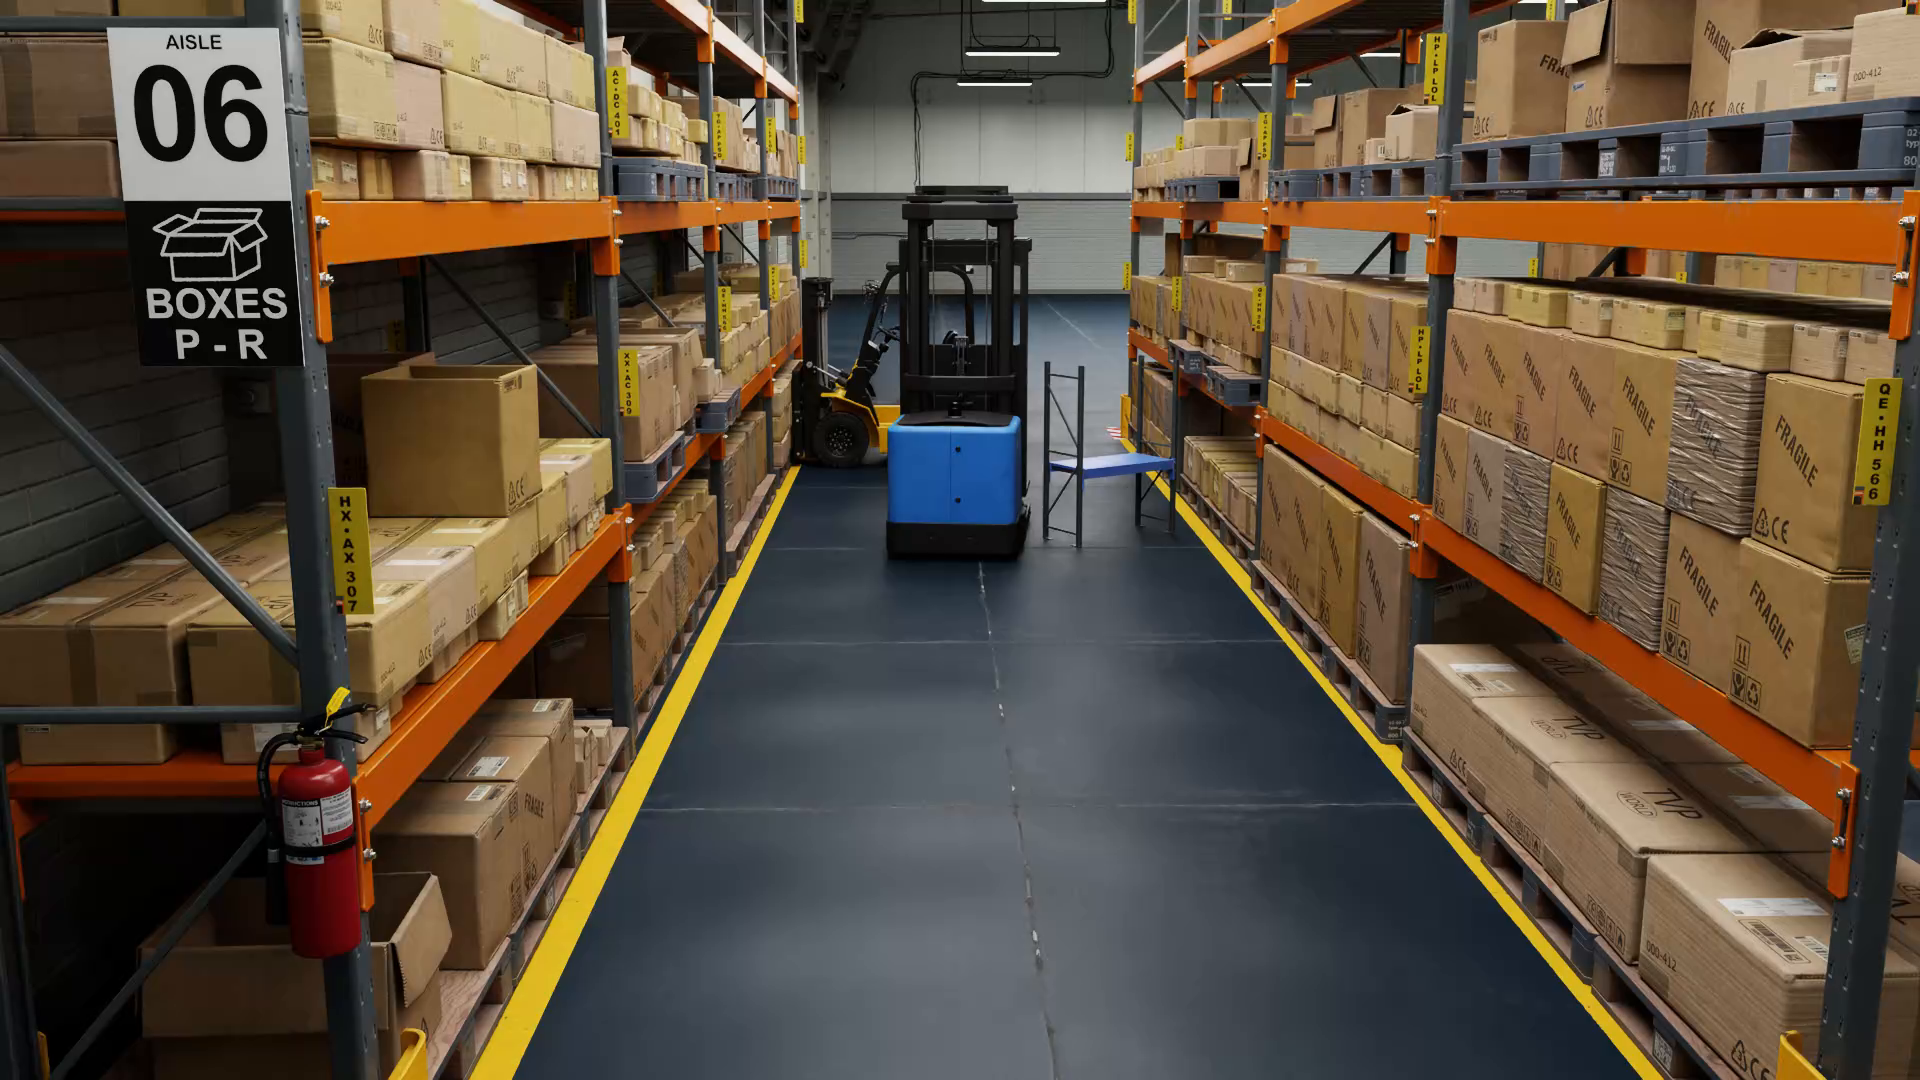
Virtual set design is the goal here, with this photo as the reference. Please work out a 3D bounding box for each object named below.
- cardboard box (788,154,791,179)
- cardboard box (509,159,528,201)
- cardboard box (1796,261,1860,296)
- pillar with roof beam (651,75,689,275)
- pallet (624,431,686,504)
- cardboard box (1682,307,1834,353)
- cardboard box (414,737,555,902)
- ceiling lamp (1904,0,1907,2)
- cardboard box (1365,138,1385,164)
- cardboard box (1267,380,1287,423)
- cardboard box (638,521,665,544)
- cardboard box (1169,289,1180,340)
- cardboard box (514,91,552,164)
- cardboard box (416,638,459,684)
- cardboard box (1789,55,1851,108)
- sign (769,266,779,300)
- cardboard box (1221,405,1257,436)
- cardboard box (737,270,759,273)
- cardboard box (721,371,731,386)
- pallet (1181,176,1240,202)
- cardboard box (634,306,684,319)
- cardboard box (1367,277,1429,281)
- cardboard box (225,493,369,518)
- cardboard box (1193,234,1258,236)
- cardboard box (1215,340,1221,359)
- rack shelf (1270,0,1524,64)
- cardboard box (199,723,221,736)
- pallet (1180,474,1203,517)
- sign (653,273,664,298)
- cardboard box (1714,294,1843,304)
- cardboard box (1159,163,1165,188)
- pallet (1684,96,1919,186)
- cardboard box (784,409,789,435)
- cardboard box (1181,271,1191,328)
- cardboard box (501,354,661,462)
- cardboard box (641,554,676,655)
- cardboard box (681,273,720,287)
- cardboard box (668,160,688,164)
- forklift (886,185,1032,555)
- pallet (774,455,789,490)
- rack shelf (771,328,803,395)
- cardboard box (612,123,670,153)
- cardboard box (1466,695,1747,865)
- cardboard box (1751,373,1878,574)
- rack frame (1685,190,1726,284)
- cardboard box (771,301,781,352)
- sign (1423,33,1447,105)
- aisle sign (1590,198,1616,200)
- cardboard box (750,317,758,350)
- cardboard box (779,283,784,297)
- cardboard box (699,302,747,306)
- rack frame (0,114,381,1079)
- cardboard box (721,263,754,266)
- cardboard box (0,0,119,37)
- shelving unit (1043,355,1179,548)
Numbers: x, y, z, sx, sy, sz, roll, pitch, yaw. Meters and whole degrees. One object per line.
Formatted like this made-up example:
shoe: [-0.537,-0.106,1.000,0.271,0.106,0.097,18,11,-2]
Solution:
cardboard box: [-2.085,-4.169,18.553,0.396,0.266,0.258,0,11,-1]
cardboard box: [-1.799,-1.310,6.058,0.380,0.149,0.250,0,11,0]
cardboard box: [7.629,-2.128,14.238,0.700,0.500,0.500,0,11,-2]
pillar with roof beam: [1.006,-5.540,18.734,9.100,9.000,0.400,0,11,-1]
pallet: [-2.070,-0.404,8.990,1.003,0.211,1.213,0,11,-1]
cardboard box: [2.657,-0.696,5.549,0.380,0.149,0.250,0,11,-2]
cardboard box: [-1.888,1.078,6.433,0.500,0.500,0.500,0,11,0]
ceiling lamp: [15.743,-9.948,25.780,2.000,3.185,0.800,0,11,-1]
cardboard box: [2.611,-2.297,9.823,0.380,0.166,0.250,1,11,4]
cardboard box: [2.476,-0.983,11.739,0.500,0.250,0.500,0,11,-2]
cardboard box: [-2.029,-0.023,10.227,0.380,0.149,0.250,0,11,-1]
cardboard box: [2.376,-2.232,16.519,0.500,0.500,0.500,-1,11,-3]
cardboard box: [-1.882,-1.581,6.394,0.500,0.250,0.500,0,11,0]
cardboard box: [-1.848,0.360,5.373,0.380,0.149,0.250,0,11,1]
cardboard box: [2.694,-1.339,4.894,0.380,0.149,0.250,-1,12,-6]
sign: [-1.786,-2.462,15.937,0.100,0.325,0.005,0,11,-1]
cardboard box: [2.892,-1.295,16.869,0.500,0.500,0.500,0,11,2]
cardboard box: [-2.144,-2.762,17.499,0.380,0.149,0.250,0,11,-1]
cardboard box: [-2.010,-1.150,12.559,0.500,0.250,0.500,0,11,-1]
pallet: [2.565,-2.999,14.226,1.213,0.211,1.003,0,11,-1]
cardboard box: [-2.506,-1.870,13.849,0.380,0.149,0.250,0,11,0]
cardboard box: [3.008,-1.491,11.096,0.500,0.500,0.500,0,11,0]
cardboard box: [-2.381,-0.011,6.200,0.500,0.250,0.500,0,11,-1]
cardboard box: [2.897,-3.128,18.419,0.700,0.500,0.500,0,11,-2]
cardboard box: [2.364,-1.610,14.025,0.380,0.149,0.250,-1,11,-3]
rack shelf: [2.758,-3.149,9.764,1.077,0.370,4.000,0,11,-1]
cardboard box: [-2.299,0.464,4.860,0.380,0.149,0.250,0,11,1]
pallet: [2.652,-0.429,15.643,1.003,0.211,1.213,0,11,-1]
sign: [-2.883,-2.390,15.917,0.100,0.325,0.005,0,11,-1]
cardboard box: [3.108,-0.854,6.326,0.380,0.149,0.250,0,11,-1]
cardboard box: [2.349,-3.781,17.237,0.500,0.250,0.500,0,11,-2]
pallet: [2.857,-1.139,4.808,1.003,0.211,1.213,0,11,-1]
cardboard box: [-2.042,-1.230,17.180,0.500,0.250,0.500,0,11,-1]
cardboard box: [2.357,-2.257,15.582,0.500,0.500,0.500,0,11,0]
cardboard box: [-1.949,-0.691,8.612,0.700,0.500,0.500,0,11,0]
cardboard box: [-1.975,0.378,9.881,0.500,0.500,0.500,-1,11,-3]
cardboard box: [-2.620,-2.607,16.733,0.380,0.149,0.250,0,11,-2]
cardboard box: [-1.971,-2.230,10.341,0.500,0.250,0.500,0,11,-1]
forklift: [0.052,-1.560,14.379,1.130,2.935,3.031,1,12,5]
pallet: [-2.303,-0.721,17.081,1.003,0.211,1.213,0,11,-1]
rack shelf: [-2.370,-1.974,18.055,1.077,0.370,4.000,0,11,-1]
cardboard box: [-1.765,-2.154,8.911,0.380,0.149,0.250,0,11,0]
cardboard box: [2.724,0.993,7.008,0.875,0.438,0.875,-1,11,-3]
cardboard box: [2.634,-0.199,4.729,0.500,0.500,0.500,0,11,1]
rack frame: [7.581,-1.991,16.328,1.000,3.000,0.127,0,11,-1]
cardboard box: [-2.104,-2.171,16.964,0.500,0.500,0.500,0,11,0]
sign: [2.257,-2.234,7.888,0.100,0.325,0.005,0,11,-1]
aisle sign: [7.797,-4.075,20.064,0.394,0.787,0.004,0,11,-1]
cardboard box: [-2.040,-1.800,14.508,0.500,0.250,0.500,0,11,0]
cardboard box: [-2.084,-2.668,17.783,0.380,0.149,0.250,0,11,-2]
cardboard box: [-2.043,-1.975,14.368,0.380,0.149,0.250,0,11,-1]
rack frame: [-2.080,0.456,4.266,1.000,3.000,0.127,0,11,-1]
cardboard box: [-2.618,-3.169,19.506,0.380,0.149,0.250,0,11,-2]
cardboard box: [-2.368,-1.418,4.333,0.500,0.250,0.500,-1,11,-3]
shelving unit: [1.277,-0.770,14.080,1.048,1.500,0.538,-8,14,-33]
